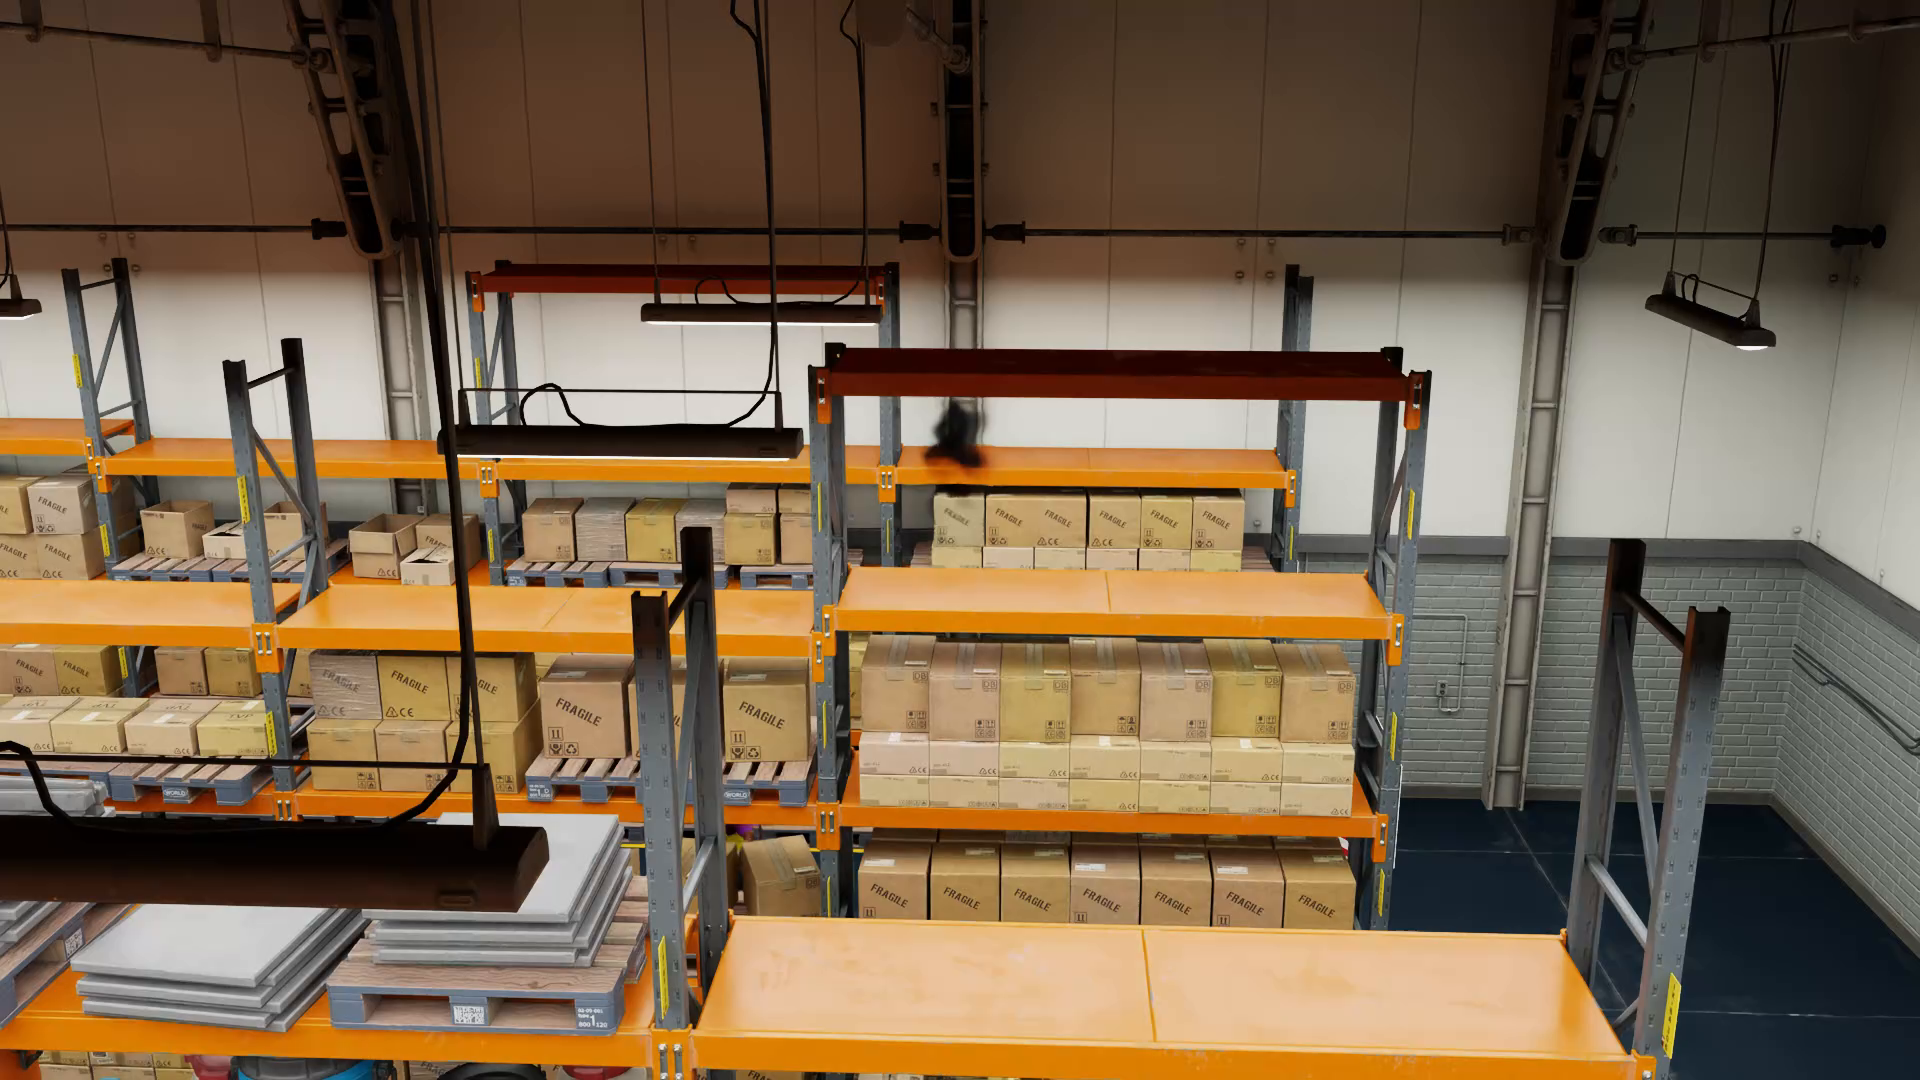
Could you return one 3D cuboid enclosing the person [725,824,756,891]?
[{"bbox_3d":[-1.971,2.839,14.759,0.895,1.760,0.726,0,16,1],"label":"person"}]
